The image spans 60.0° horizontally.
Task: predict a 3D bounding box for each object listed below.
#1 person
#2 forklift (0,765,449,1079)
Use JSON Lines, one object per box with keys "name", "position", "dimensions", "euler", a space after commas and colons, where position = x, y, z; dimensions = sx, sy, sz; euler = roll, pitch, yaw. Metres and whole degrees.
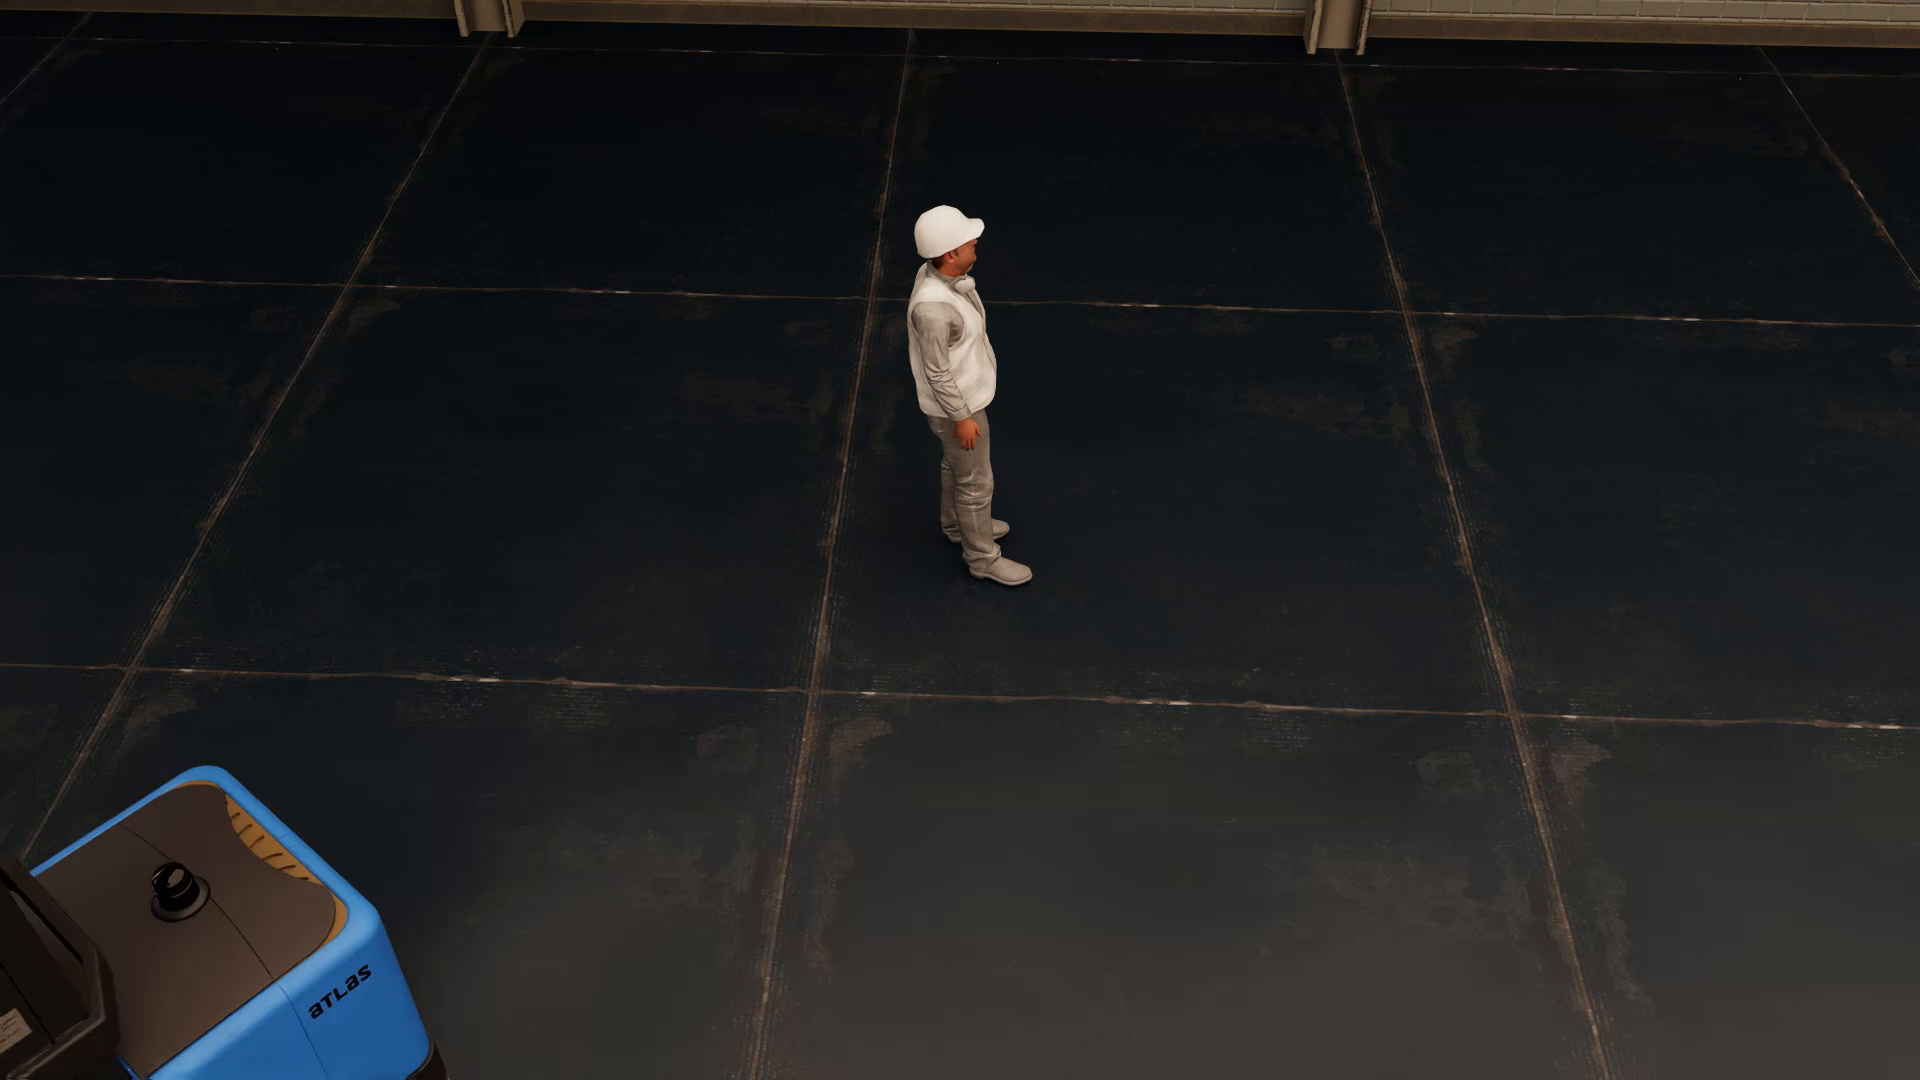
{"name": "person", "position": [0.062, -0.651, 7.303], "dimensions": [0.566, 1.775, 0.625], "euler": [2, 42, 2]}
{"name": "forklift", "position": [-3.105, 1.401, 4.208], "dimensions": [1.130, 2.935, 3.031], "euler": [30, 50, 29]}
